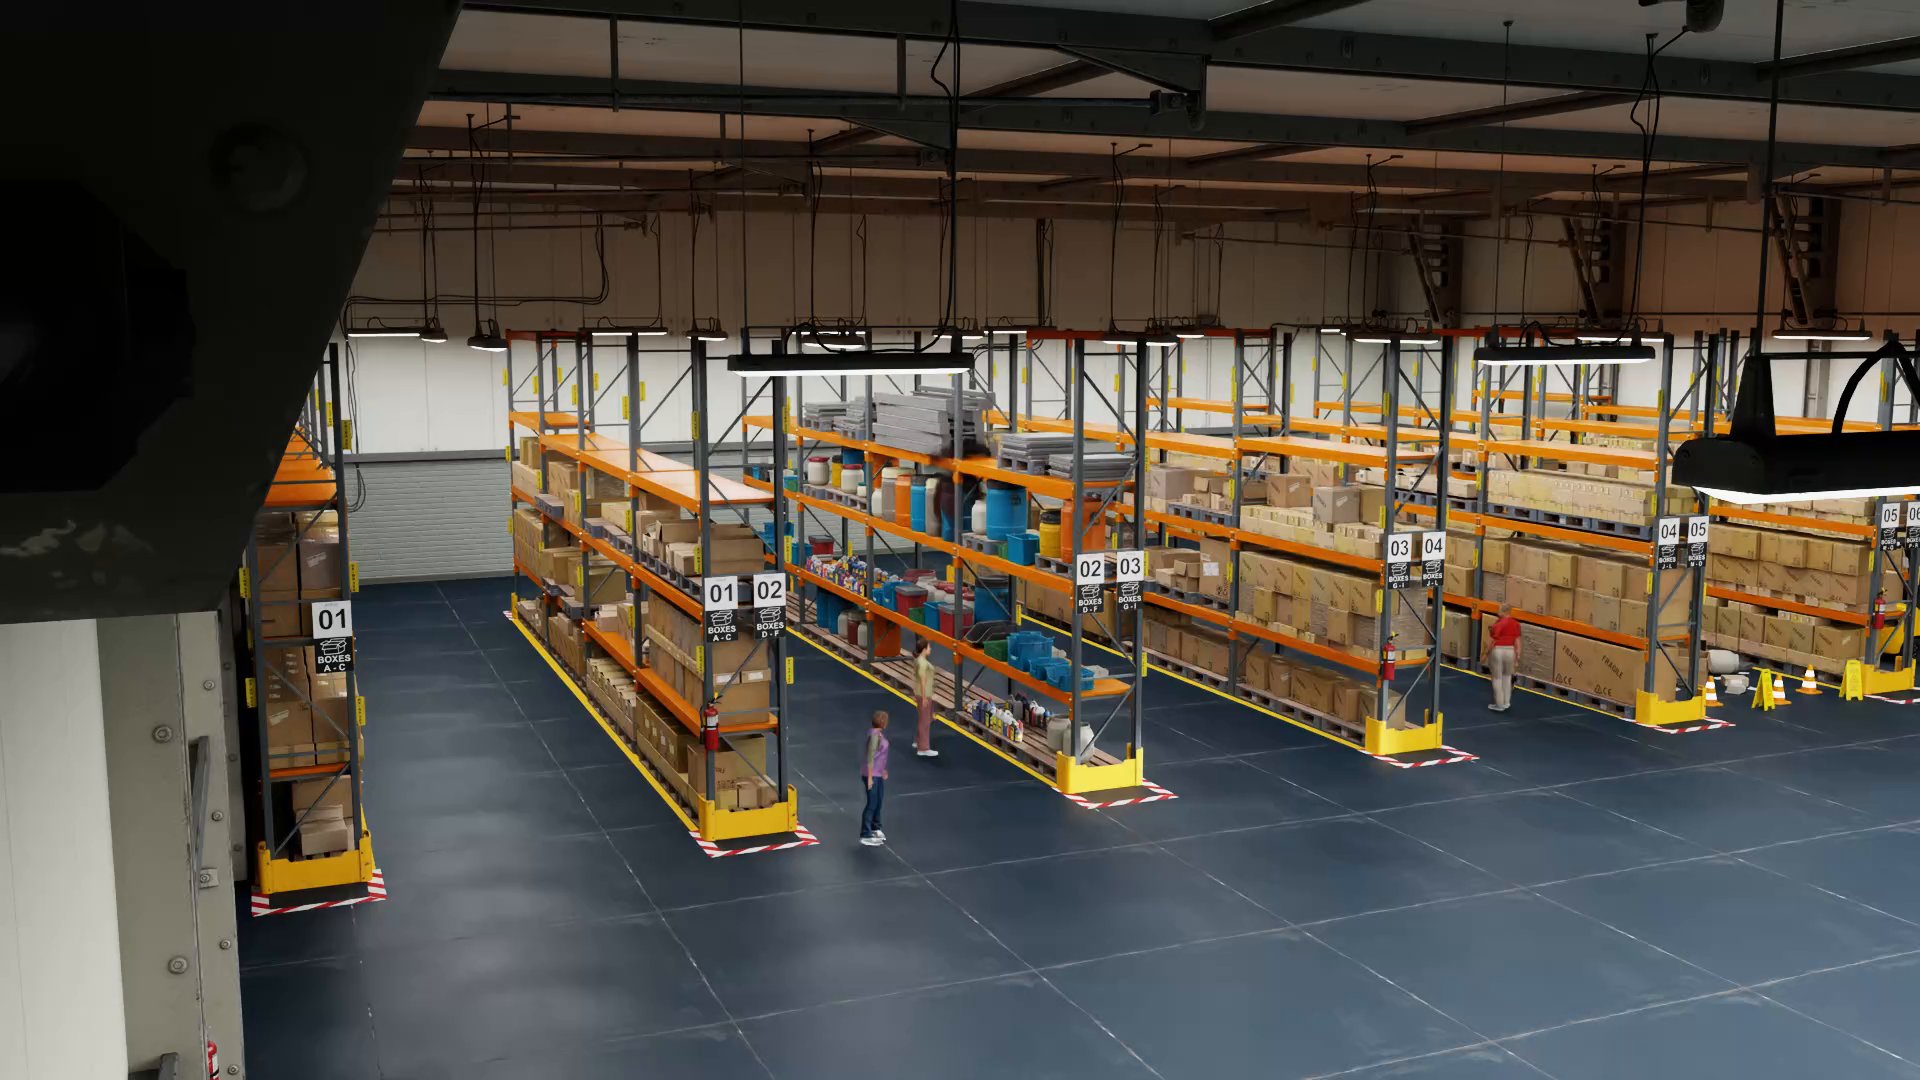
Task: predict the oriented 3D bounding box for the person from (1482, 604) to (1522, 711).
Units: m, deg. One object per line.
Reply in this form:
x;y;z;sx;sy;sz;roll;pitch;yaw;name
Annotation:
8.675;1.905;26.600;0.596;1.812;0.580;0;8;1;person

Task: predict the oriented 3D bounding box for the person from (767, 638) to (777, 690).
-3.206;1.665;27.875;0.521;1.670;0.841;-4;9;-25;person

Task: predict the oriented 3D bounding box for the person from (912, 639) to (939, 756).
-0.511;2.254;23.766;0.368;1.710;0.516;-2;8;-11;person

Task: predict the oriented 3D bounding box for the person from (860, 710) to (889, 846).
-1.031;2.838;19.997;0.349;1.602;0.477;1;8;7;person

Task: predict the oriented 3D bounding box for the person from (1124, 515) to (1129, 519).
3.797;0.216;38.884;0.482;1.648;0.766;-3;8;-21;person
